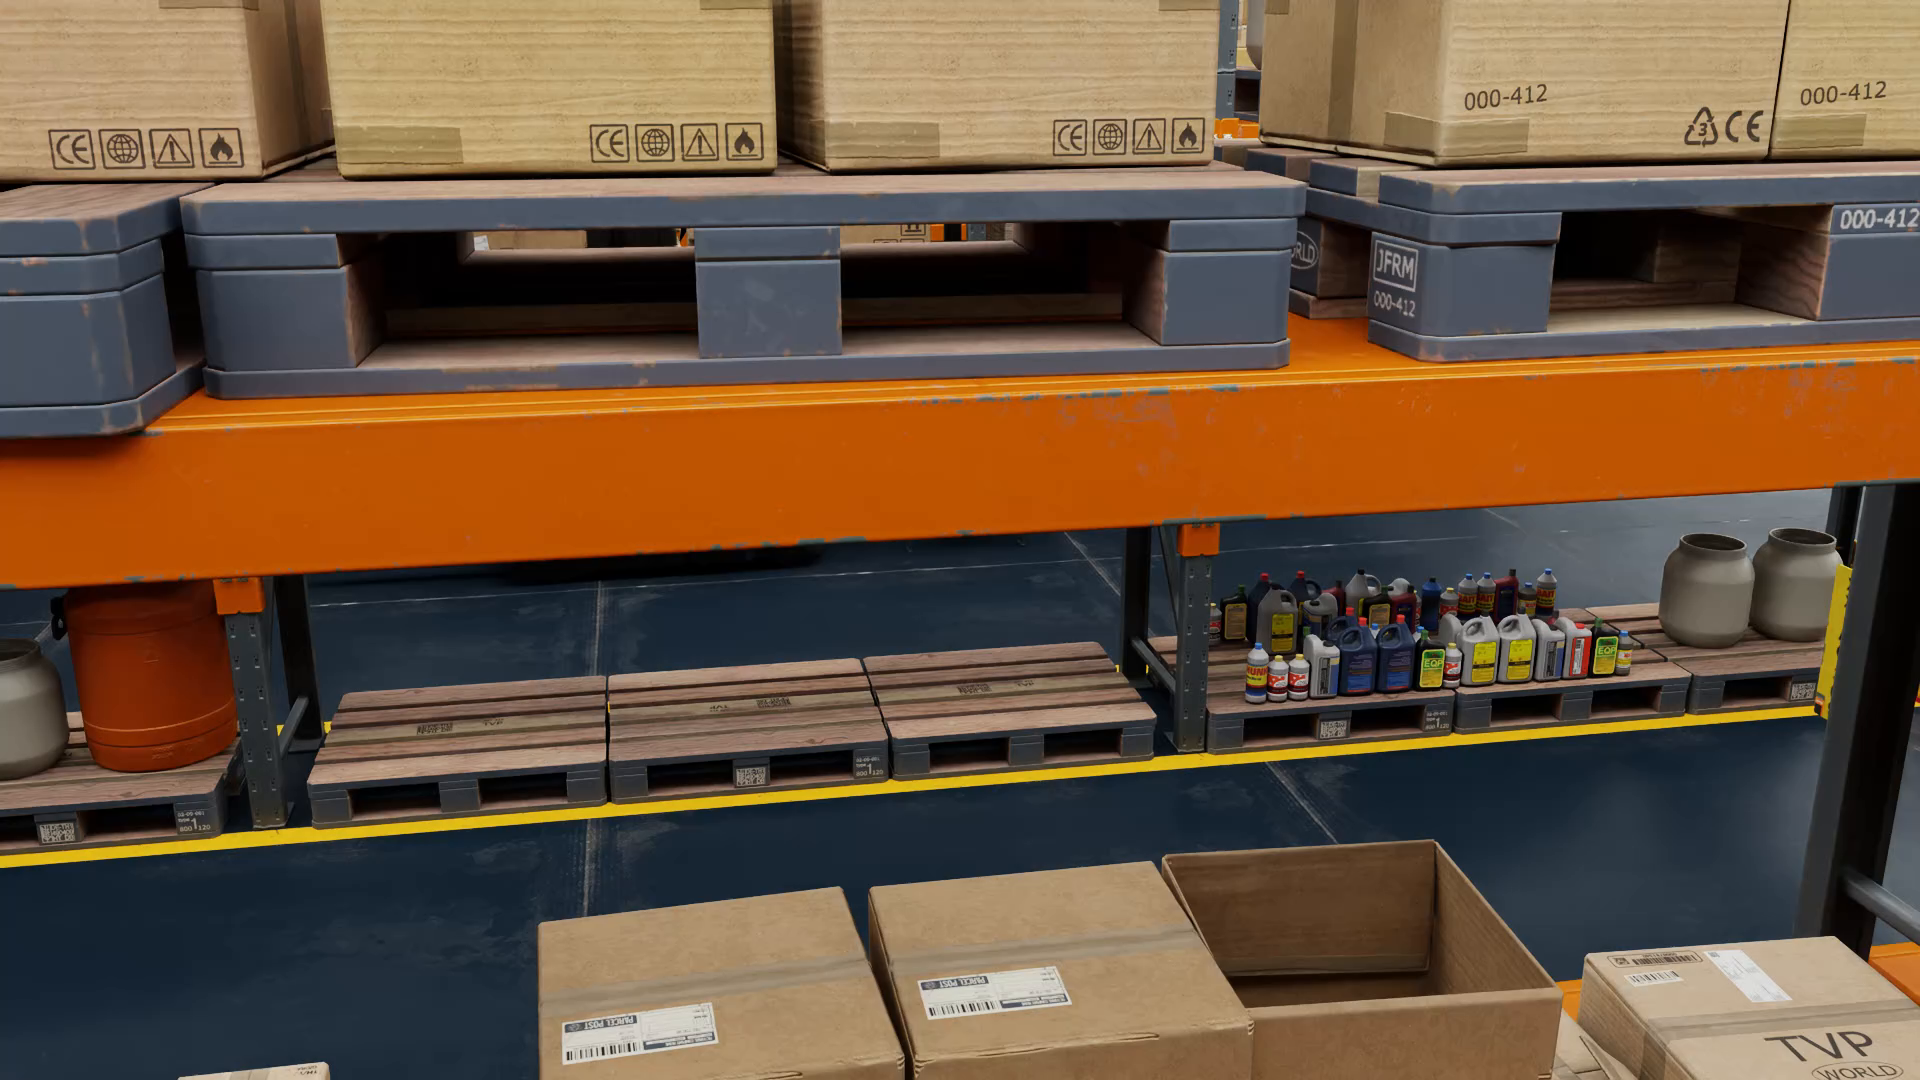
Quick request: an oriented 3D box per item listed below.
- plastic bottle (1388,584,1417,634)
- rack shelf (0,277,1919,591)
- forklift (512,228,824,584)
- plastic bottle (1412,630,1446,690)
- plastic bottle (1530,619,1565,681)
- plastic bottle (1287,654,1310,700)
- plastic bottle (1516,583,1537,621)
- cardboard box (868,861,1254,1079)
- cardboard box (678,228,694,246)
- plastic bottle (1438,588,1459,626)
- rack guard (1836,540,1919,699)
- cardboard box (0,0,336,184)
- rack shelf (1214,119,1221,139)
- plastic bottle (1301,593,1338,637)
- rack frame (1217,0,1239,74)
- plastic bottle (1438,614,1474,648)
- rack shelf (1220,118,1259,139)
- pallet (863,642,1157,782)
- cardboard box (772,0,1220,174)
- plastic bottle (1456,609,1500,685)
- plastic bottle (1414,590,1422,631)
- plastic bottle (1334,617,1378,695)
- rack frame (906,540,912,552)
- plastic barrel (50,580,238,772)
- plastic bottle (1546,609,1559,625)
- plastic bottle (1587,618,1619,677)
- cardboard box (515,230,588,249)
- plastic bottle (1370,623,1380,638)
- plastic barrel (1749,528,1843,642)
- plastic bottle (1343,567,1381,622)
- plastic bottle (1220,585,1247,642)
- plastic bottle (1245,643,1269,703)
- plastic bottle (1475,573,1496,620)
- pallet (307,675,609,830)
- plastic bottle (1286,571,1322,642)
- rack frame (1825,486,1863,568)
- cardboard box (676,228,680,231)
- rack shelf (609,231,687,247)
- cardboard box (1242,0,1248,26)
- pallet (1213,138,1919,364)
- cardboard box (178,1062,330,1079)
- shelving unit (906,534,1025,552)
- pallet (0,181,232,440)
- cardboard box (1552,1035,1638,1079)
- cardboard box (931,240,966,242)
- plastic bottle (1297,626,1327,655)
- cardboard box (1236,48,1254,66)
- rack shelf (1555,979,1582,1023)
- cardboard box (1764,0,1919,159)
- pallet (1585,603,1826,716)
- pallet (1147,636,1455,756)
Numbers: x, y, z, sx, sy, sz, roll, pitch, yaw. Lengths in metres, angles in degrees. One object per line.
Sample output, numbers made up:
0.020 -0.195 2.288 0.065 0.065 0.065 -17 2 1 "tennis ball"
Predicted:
2.232 0.365 8.392 0.133 0.283 0.061 -3 17 -10 "plastic bottle"
-0.060 -0.149 2.304 4.000 0.370 1.077 -3 17 -10 "rack shelf"
-2.417 -1.304 10.066 3.031 2.935 1.130 -3 17 -11 "forklift"
2.194 0.557 7.767 0.133 0.283 0.061 -2 17 -8 "plastic bottle"
2.786 0.513 7.922 0.135 0.276 0.152 -4 17 -12 "plastic bottle"
1.563 0.626 7.681 0.097 0.201 0.097 0 17 0 "plastic bottle"
2.954 0.323 8.668 0.097 0.201 0.097 0 17 0 "plastic bottle"
0.137 0.877 2.676 0.500 0.500 0.500 -3 17 -10 "cardboard box"
-1.657 -2.153 11.822 0.637 0.503 0.797 -1 17 -5 "cardboard box"
2.523 0.348 8.588 0.097 0.201 0.097 0 17 0 "plastic bottle"
4.829 0.392 8.686 0.348 0.500 1.175 -3 17 -10 "rack guard"
-1.078 -0.586 2.043 0.500 0.250 0.500 -3 17 -9 "cardboard box"
-0.996 -1.577 6.954 4.000 0.370 1.077 -3 17 -10 "rack shelf"
1.786 0.405 8.274 0.135 0.276 0.152 -3 17 -10 "plastic bottle"
0.967 -3.466 6.770 0.127 3.000 1.000 -3 17 -10 "rack frame"
2.389 0.492 7.989 0.135 0.276 0.152 -3 17 -10 "plastic bottle"
2.931 -1.800 7.679 4.000 0.370 1.077 -3 17 -10 "rack shelf"
0.204 0.790 7.882 1.213 0.211 1.003 -3 17 -10 "pallet"
0.015 -0.644 2.232 0.500 0.250 0.500 -5 18 -15 "cardboard box"
2.441 0.498 7.844 0.185 0.351 0.144 -3 17 -11 "plastic bottle"
2.322 0.359 8.551 0.097 0.201 0.097 0 17 0 "plastic bottle"
1.839 0.532 7.732 0.185 0.351 0.144 -3 17 -9 "plastic bottle"
-0.353 -0.697 10.526 0.023 1.500 0.400 -3 17 -10 "rack frame"
-3.437 0.493 7.078 0.708 0.830 0.600 -3 17 -10 "plastic barrel"
2.901 0.471 8.046 0.133 0.283 0.061 -3 17 -10 "plastic bottle"
3.063 0.507 7.928 0.133 0.283 0.061 -3 17 -9 "plastic bottle"
-2.848 -2.153 11.829 0.500 0.500 0.700 -1 17 -2 "cardboard box"
1.958 0.527 7.884 0.097 0.271 0.097 0 17 0 "plastic bottle"
4.263 0.226 8.489 0.421 0.512 0.421 0 17 0 "plastic barrel"
2.051 0.310 8.456 0.185 0.351 0.144 -3 17 -11 "plastic bottle"
1.377 0.368 8.382 0.133 0.283 0.061 -2 17 -8 "plastic bottle"
1.363 0.604 7.633 0.097 0.271 0.097 0 17 0 "plastic bottle"
2.719 0.303 8.614 0.097 0.271 0.097 0 17 0 "plastic bottle"
-2.192 0.925 7.439 1.213 0.211 1.003 -3 17 -10 "pallet"
1.733 0.328 8.398 0.185 0.351 0.144 -4 18 -13 "plastic bottle"
4.895 -0.821 8.377 0.127 3.000 1.000 -3 17 -10 "rack frame"
-2.766 -3.318 16.336 0.500 0.500 0.500 -3 17 -11 "cardboard box"
-2.778 -3.006 16.716 4.000 0.370 1.077 -3 17 -10 "rack shelf"
2.446 -4.107 12.437 0.500 0.500 0.500 -3 17 -11 "cardboard box"
1.040 -0.460 2.417 1.217 0.209 0.805 -4 18 -13 "pallet"
-1.193 1.043 2.735 0.250 0.149 0.380 -3 17 -10 "cardboard box"
0.007 -0.717 10.593 0.755 1.500 0.431 -3 17 -10 "shelving unit"
-1.375 -0.355 2.070 1.003 0.211 1.213 -2 17 -8 "pallet"
1.075 0.996 2.689 0.258 0.266 0.396 -4 17 -12 "cardboard box"
-0.183 -2.662 17.272 0.875 0.875 0.875 -3 17 -10 "cardboard box"
1.655 0.542 7.816 0.133 0.283 0.061 -3 17 -10 "plastic bottle"
2.043 -3.427 12.007 0.500 0.250 0.500 -4 17 -11 "cardboard box"
-0.060 1.285 2.744 4.000 0.370 1.077 -3 17 -10 "rack shelf"
1.297 -0.702 2.419 0.500 0.250 0.500 -1 17 -5 "cardboard box"
4.030 0.573 8.586 1.213 0.211 1.003 -3 17 -10 "pallet"
1.635 0.709 8.143 1.213 0.211 1.003 -3 17 -10 "pallet"
